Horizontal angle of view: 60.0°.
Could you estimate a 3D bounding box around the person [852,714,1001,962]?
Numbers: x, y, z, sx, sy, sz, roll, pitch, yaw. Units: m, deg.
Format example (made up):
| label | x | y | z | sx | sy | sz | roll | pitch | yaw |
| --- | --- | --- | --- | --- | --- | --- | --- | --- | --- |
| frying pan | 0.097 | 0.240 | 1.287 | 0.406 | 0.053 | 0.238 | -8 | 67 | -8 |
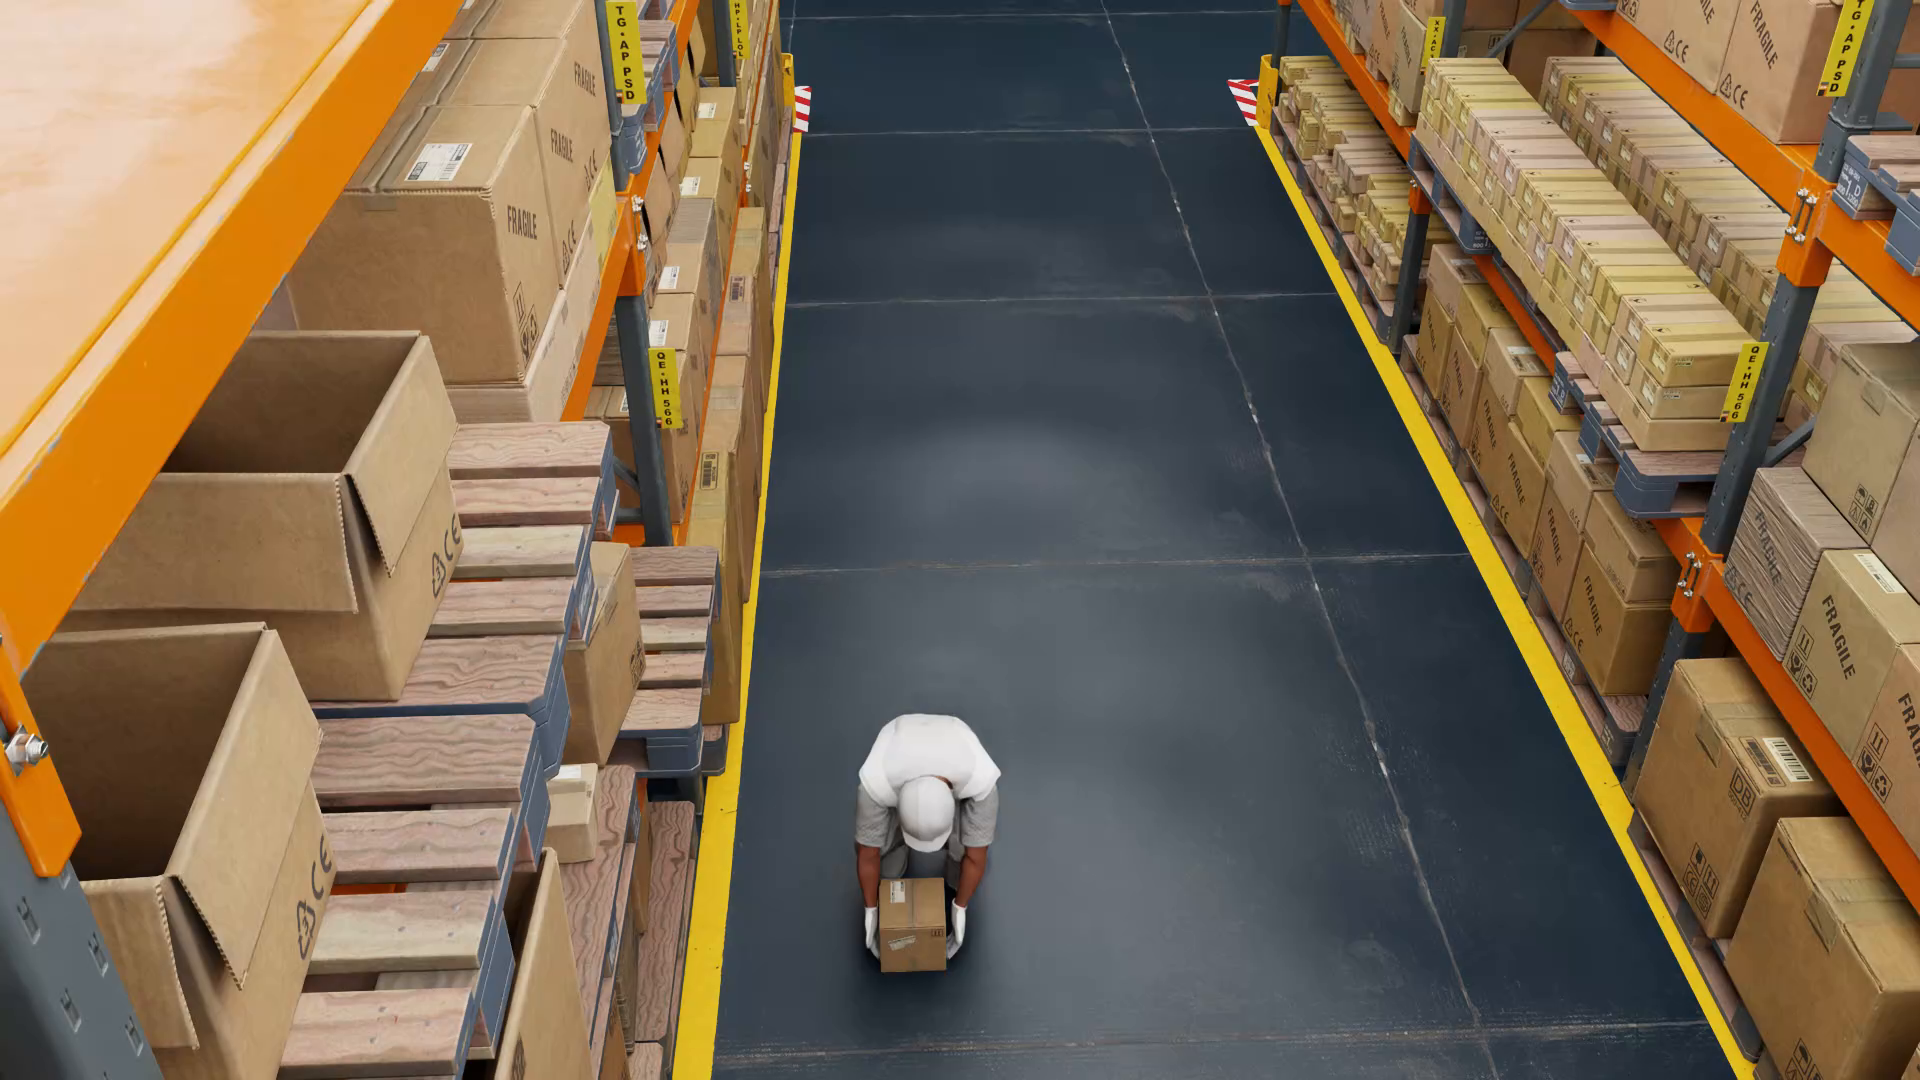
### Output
| label | x | y | z | sx | sy | sz | roll | pitch | yaw |
| --- | --- | --- | --- | --- | --- | --- | --- | --- | --- |
| person | -0.126 | 1.043 | 6.472 | 0.575 | 0.888 | 0.905 | 4 | 35 | 6 |
